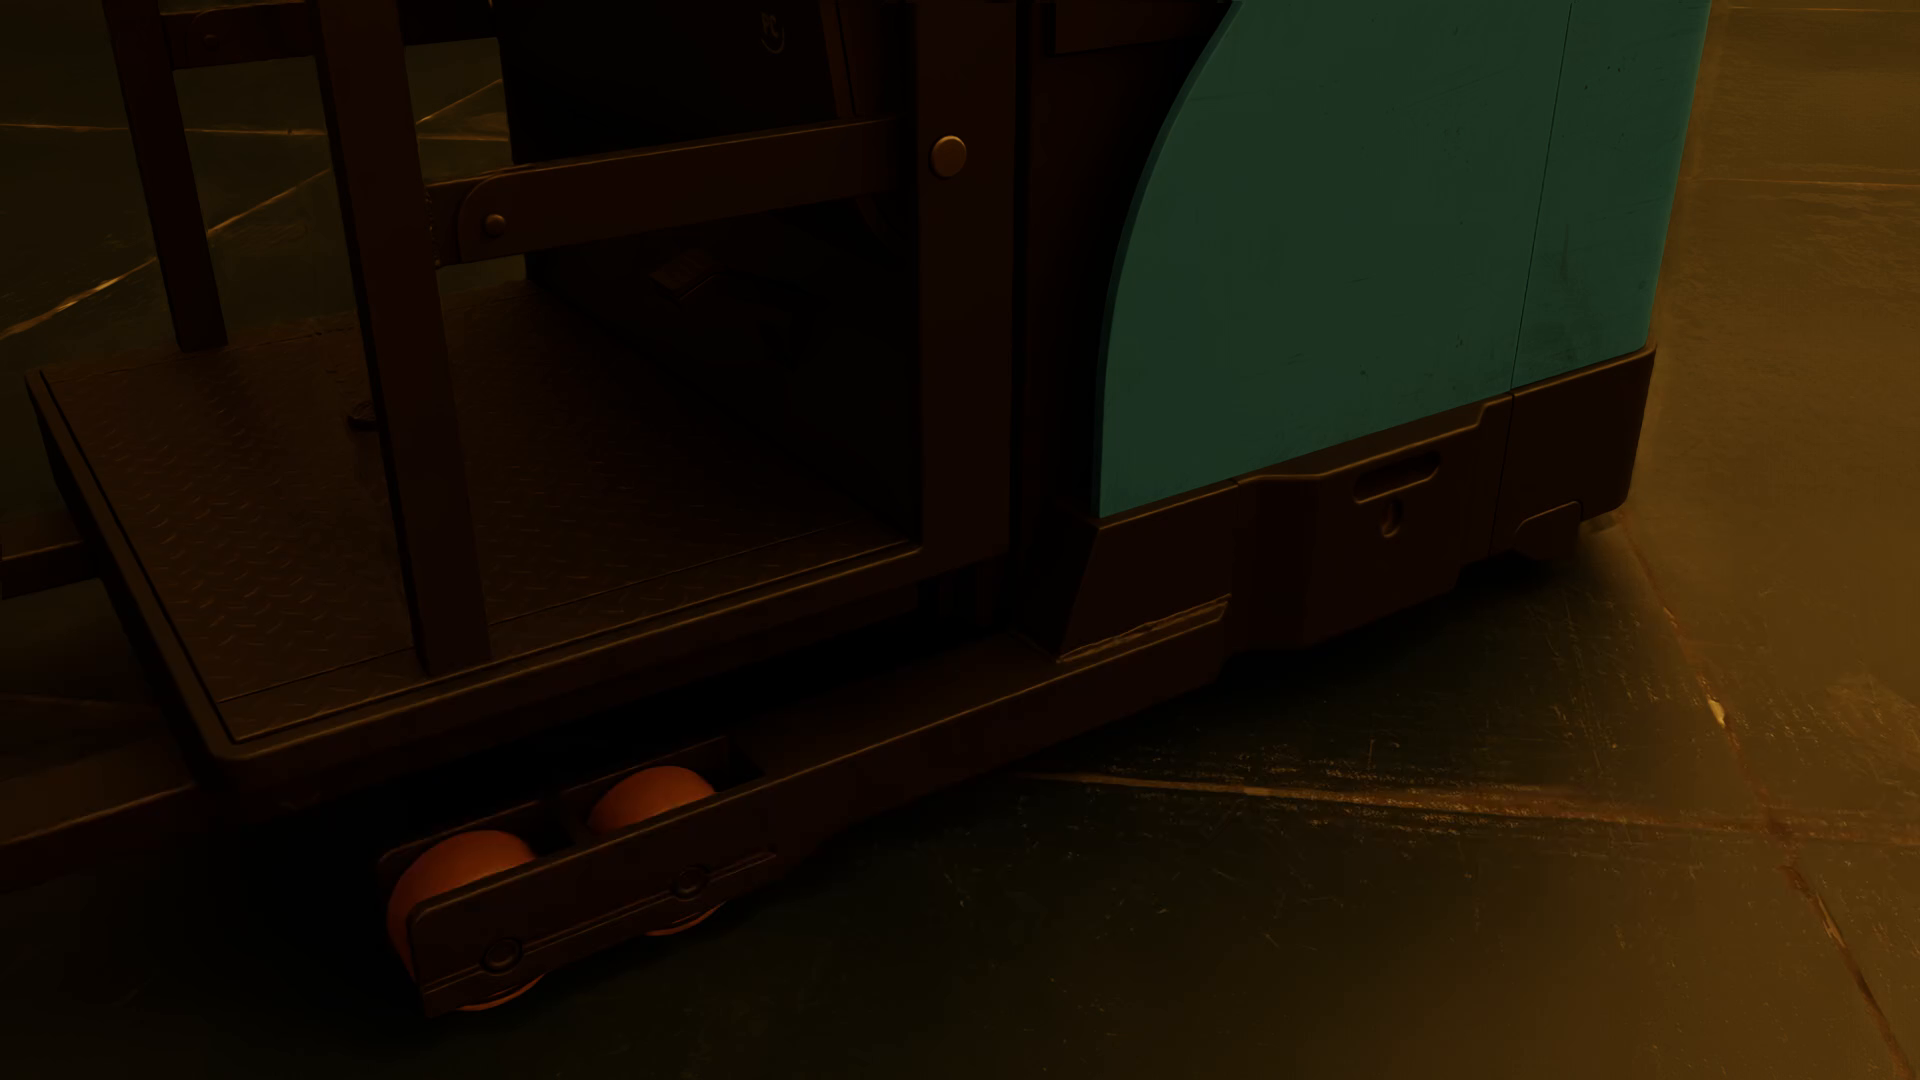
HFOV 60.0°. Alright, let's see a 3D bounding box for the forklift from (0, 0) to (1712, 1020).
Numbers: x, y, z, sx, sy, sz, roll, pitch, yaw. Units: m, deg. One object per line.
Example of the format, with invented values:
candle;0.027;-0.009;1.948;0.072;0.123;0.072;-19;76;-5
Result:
forklift;-0.508;-1.130;1.483;3.031;2.935;1.130;-17;31;-30
